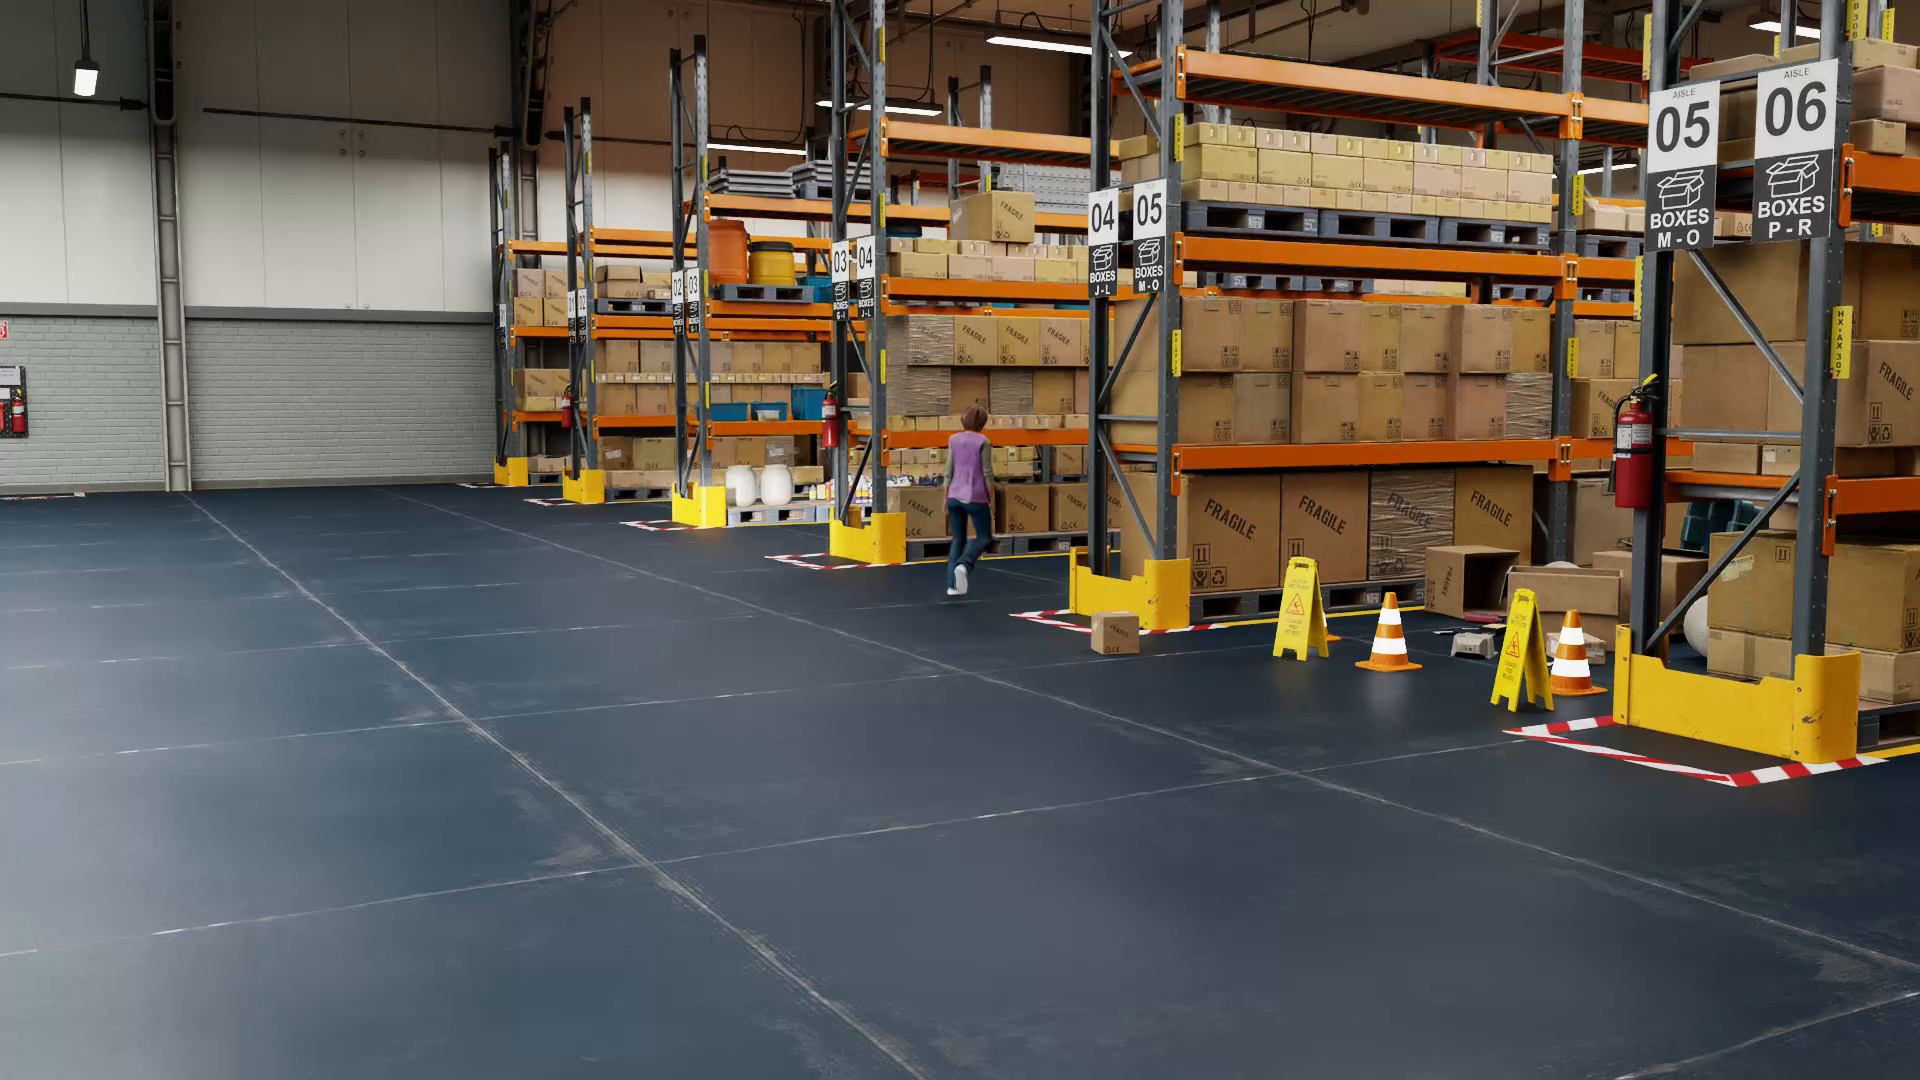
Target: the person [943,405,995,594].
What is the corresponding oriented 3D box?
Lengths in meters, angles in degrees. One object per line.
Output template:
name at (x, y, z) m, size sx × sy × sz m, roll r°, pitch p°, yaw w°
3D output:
person at (0.056, -0.308, 13.545) m, size 0.444 × 1.564 × 0.607 m, roll 2°, pitch 6°, yaw 24°
